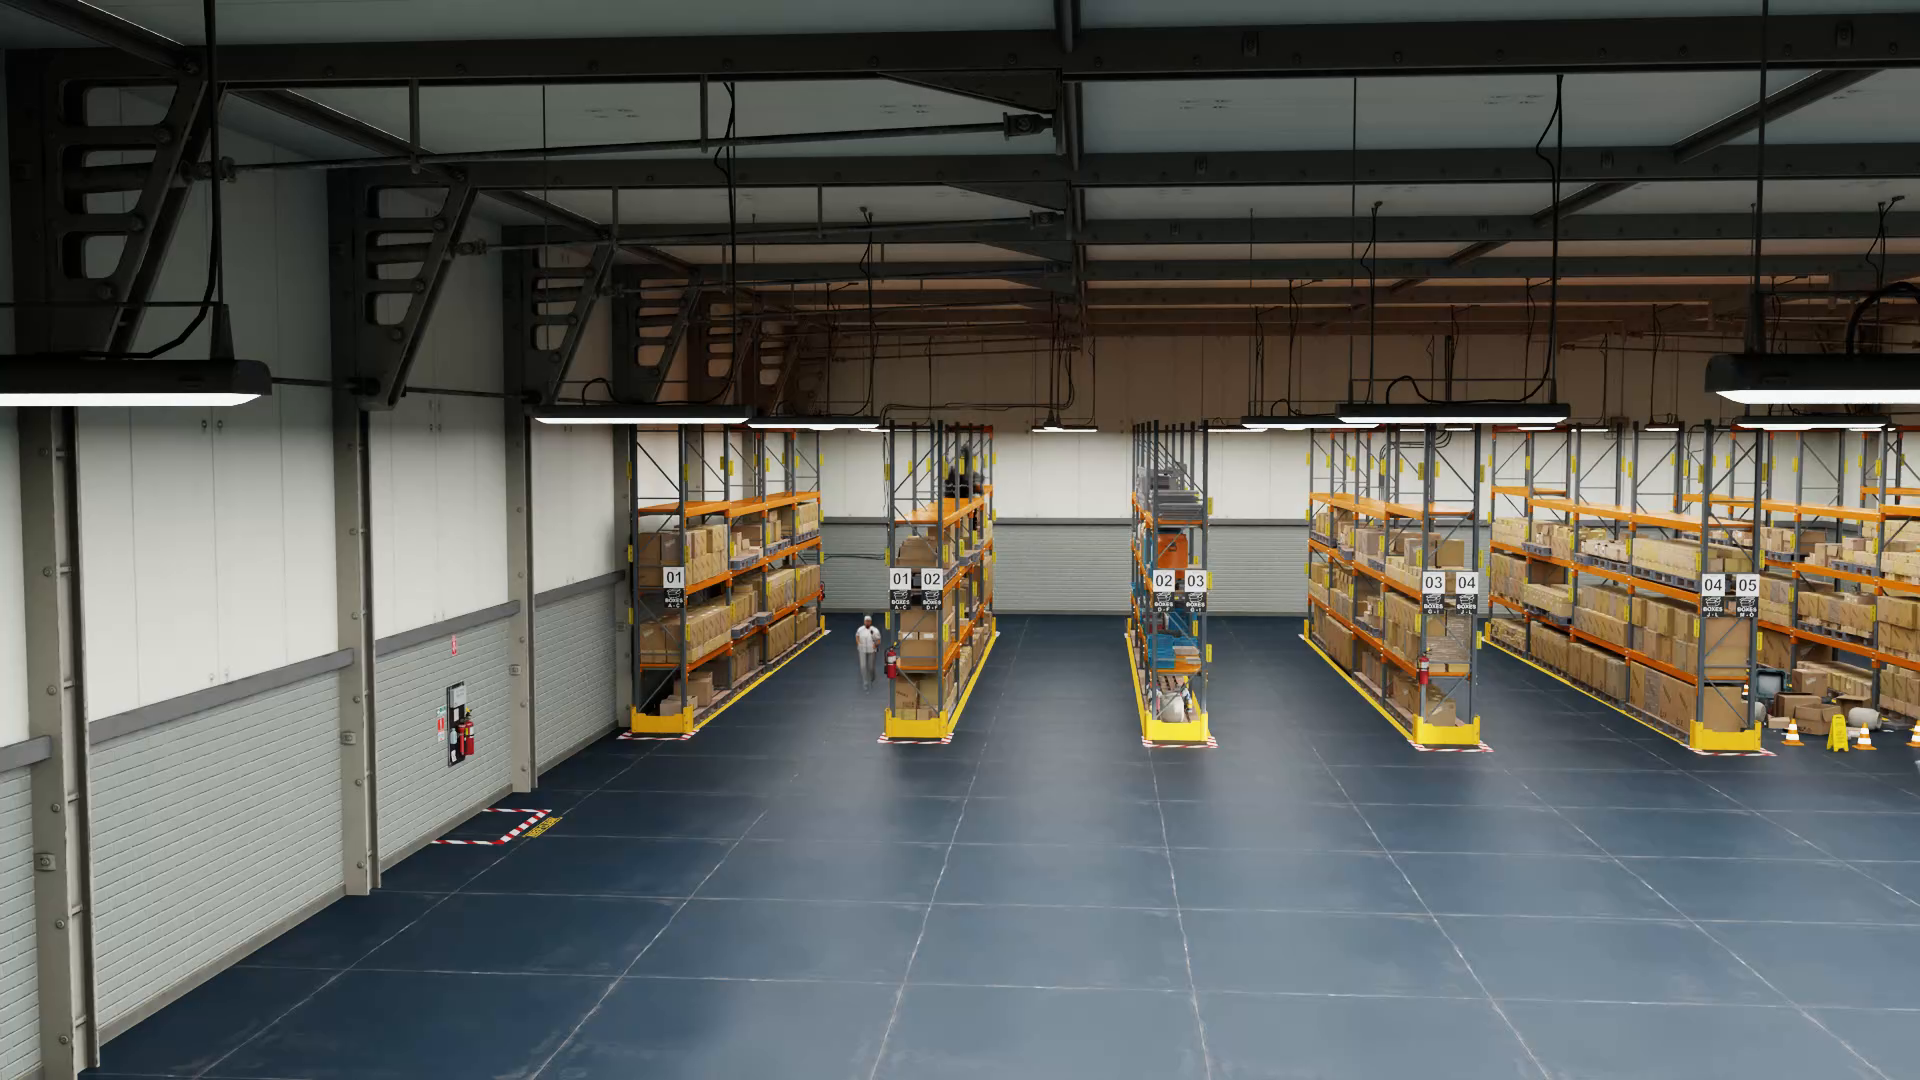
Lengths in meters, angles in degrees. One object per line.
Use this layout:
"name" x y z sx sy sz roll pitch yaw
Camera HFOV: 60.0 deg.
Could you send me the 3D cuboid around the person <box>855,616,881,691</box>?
"person" -2.082 2.540 37.540 0.607 1.665 0.808 0 4 4
